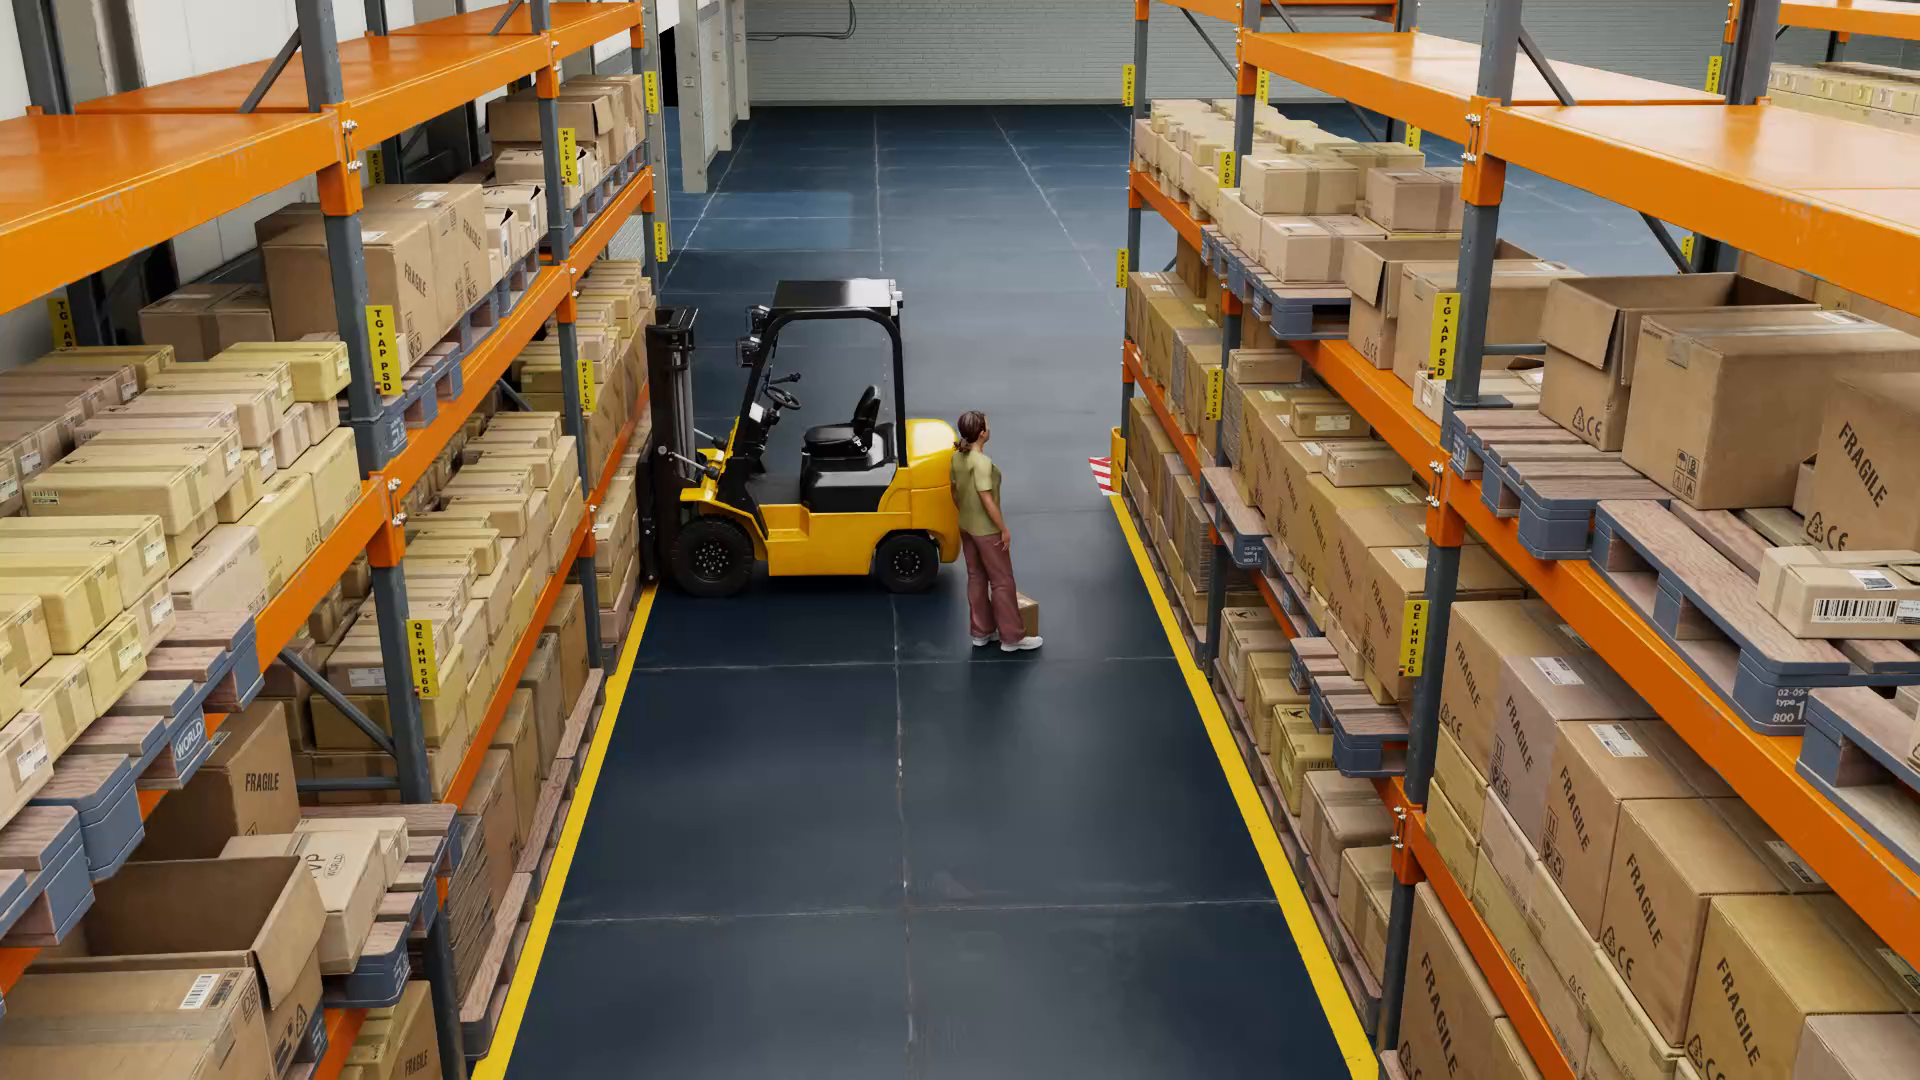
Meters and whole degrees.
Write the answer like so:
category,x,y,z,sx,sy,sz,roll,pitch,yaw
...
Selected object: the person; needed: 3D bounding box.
category,x,y,z,sx,sy,sz,roll,pitch,yaw
person,0.213,-0.078,11.262,0.548,1.674,0.552,-12,24,-30
